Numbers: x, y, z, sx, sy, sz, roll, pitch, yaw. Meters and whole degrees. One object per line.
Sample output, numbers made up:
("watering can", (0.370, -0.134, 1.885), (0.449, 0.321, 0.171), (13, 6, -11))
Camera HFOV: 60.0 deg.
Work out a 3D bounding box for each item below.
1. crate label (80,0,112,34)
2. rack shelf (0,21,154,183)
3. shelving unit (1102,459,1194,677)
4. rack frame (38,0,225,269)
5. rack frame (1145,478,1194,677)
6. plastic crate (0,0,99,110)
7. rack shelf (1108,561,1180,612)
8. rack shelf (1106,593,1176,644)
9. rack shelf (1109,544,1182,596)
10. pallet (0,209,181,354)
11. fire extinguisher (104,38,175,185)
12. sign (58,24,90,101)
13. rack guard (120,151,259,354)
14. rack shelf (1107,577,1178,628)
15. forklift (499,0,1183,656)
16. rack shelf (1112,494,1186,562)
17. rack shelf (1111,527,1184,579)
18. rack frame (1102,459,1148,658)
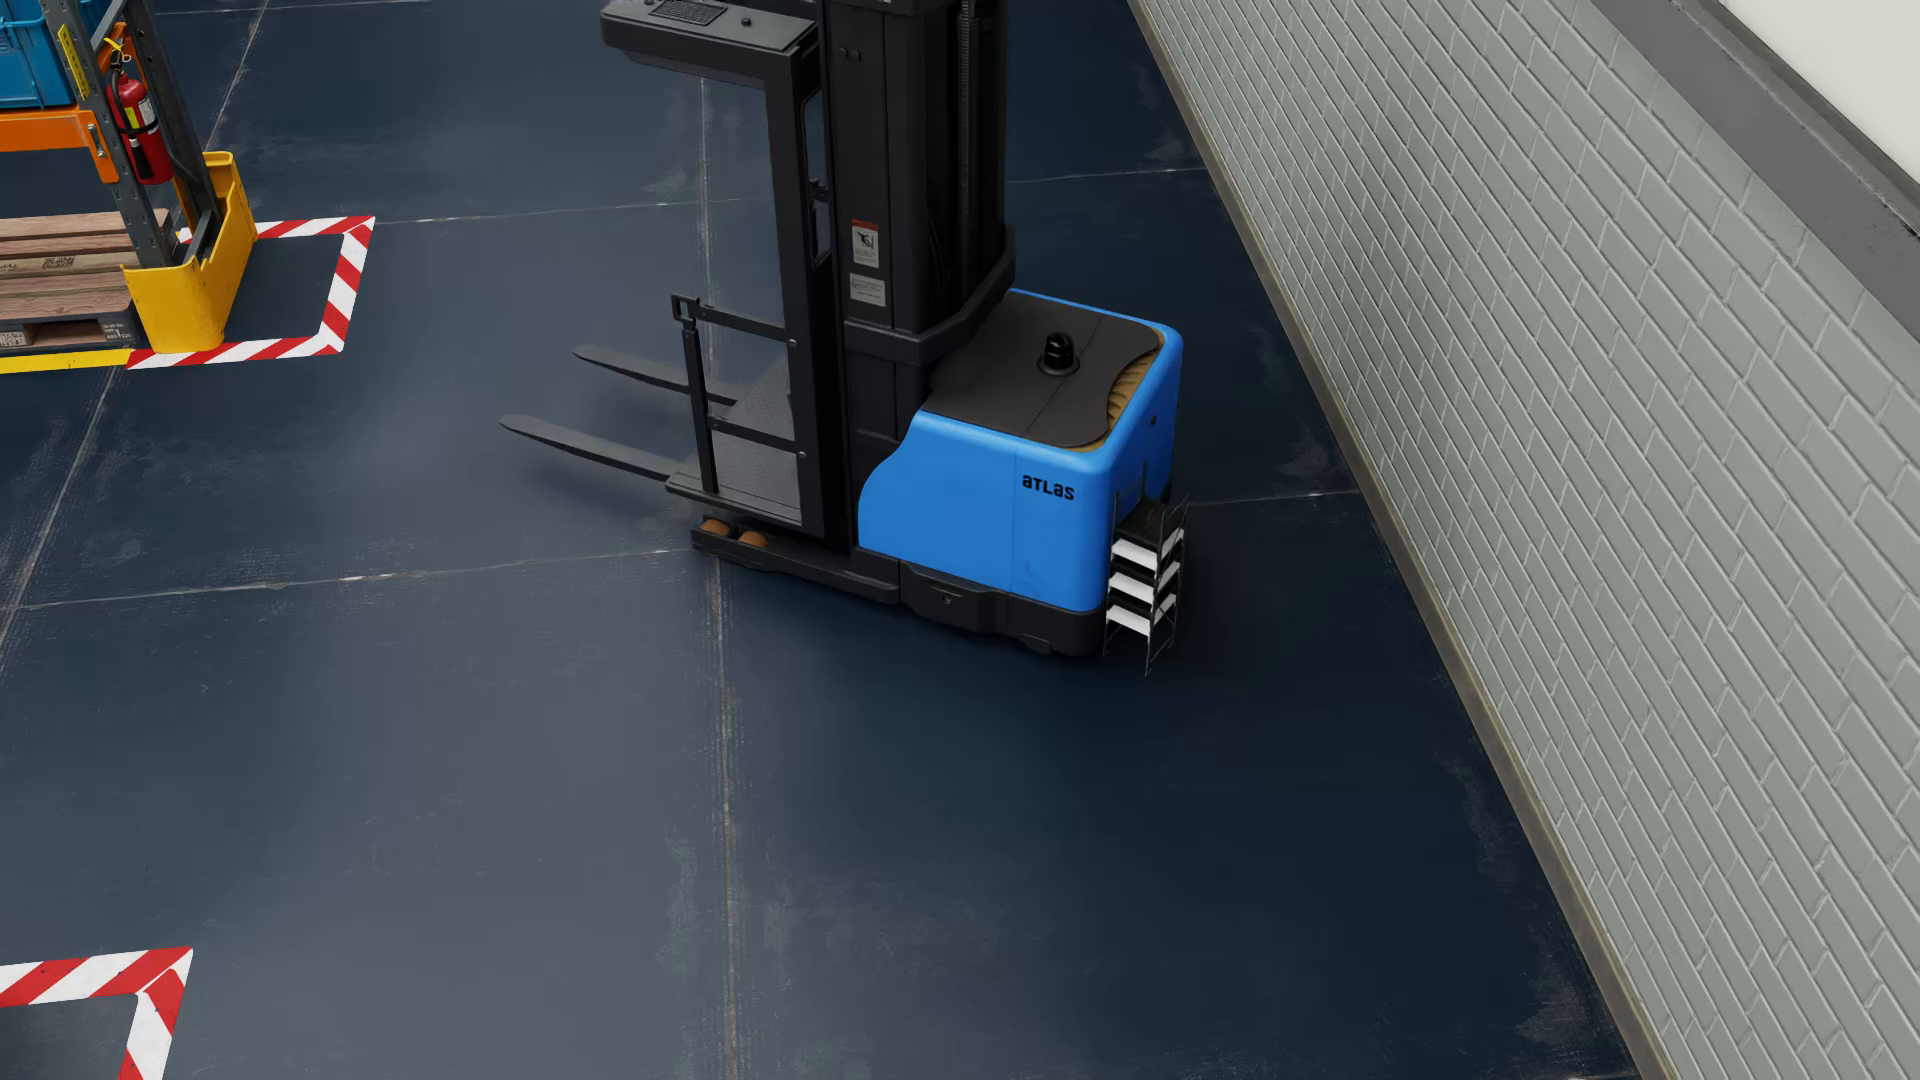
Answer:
("crate label", (-4.361, -2.610, 8.199), (0.303, 0.233, 0.416), (-5, 42, -6))
("rack shelf", (-6.057, -2.012, 7.993), (4.000, 0.370, 1.077), (-5, 42, -6))
("shelving unit", (0.745, 0.127, 6.653), (0.210, 0.900, 0.258), (24, 47, 24))
("rack frame", (-4.074, -2.453, 7.945), (0.127, 3.000, 1.000), (-5, 42, -6))
("rack frame", (0.830, 0.165, 6.611), (0.006, 0.900, 0.240), (24, 47, 24))
("plastic crate", (-4.382, -2.335, 7.743), (0.499, 0.435, 0.616), (-5, 42, -6))
("rack shelf", (0.745, 0.151, 6.675), (0.200, 0.077, 0.258), (24, 47, 24))
("rack shelf", (0.745, 0.285, 6.796), (0.200, 0.077, 0.258), (24, 47, 24))
("rack shelf", (0.745, 0.084, 6.615), (0.200, 0.077, 0.258), (24, 47, 24))
("pallet", (-4.897, -1.371, 8.828), (1.213, 0.211, 1.003), (-5, 42, -6))
("fire extinguisher", (-3.865, -1.997, 7.776), (0.183, 0.674, 0.296), (-5, 42, -6))
("sign", (-3.986, -2.149, 7.487), (0.005, 0.325, 0.100), (-5, 42, -6))
("rack guard", (-4.052, -1.535, 8.794), (0.348, 0.500, 1.175), (-5, 42, -6))
("rack shelf", (0.745, 0.218, 6.736), (0.200, 0.077, 0.258), (24, 47, 24))
("forklift", (-0.631, -1.266, 6.681), (3.031, 2.935, 1.130), (16, 45, 17))
("rack shelf", (0.745, -0.049, 6.494), (0.200, 0.077, 0.258), (24, 47, 24))
("rack shelf", (0.745, 0.018, 6.555), (0.200, 0.077, 0.258), (24, 47, 24))
("rack frame", (0.661, 0.089, 6.695), (0.006, 0.900, 0.240), (24, 47, 24))
